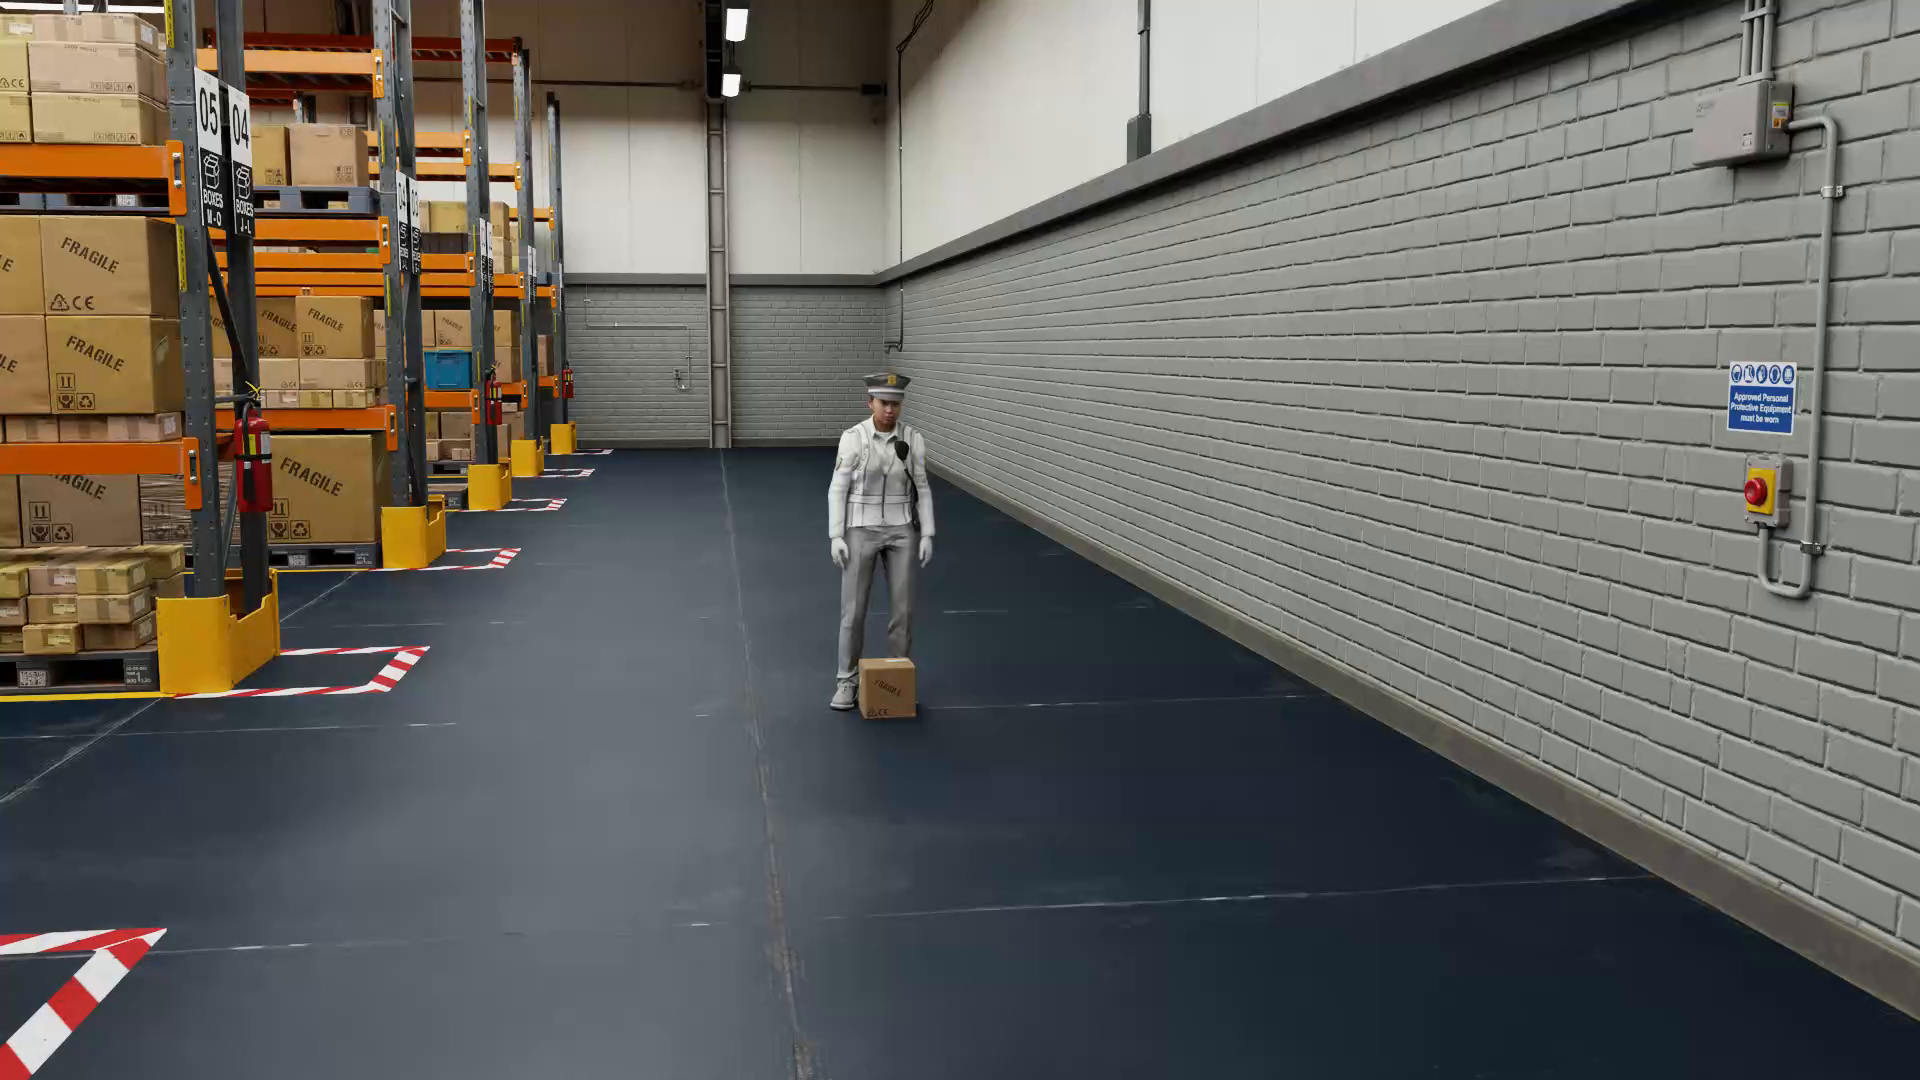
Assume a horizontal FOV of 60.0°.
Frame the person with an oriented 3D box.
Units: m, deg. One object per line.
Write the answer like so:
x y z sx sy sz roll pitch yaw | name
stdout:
-0.394 -0.003 8.333 0.547 1.667 0.370 -1 7 -12 | person
